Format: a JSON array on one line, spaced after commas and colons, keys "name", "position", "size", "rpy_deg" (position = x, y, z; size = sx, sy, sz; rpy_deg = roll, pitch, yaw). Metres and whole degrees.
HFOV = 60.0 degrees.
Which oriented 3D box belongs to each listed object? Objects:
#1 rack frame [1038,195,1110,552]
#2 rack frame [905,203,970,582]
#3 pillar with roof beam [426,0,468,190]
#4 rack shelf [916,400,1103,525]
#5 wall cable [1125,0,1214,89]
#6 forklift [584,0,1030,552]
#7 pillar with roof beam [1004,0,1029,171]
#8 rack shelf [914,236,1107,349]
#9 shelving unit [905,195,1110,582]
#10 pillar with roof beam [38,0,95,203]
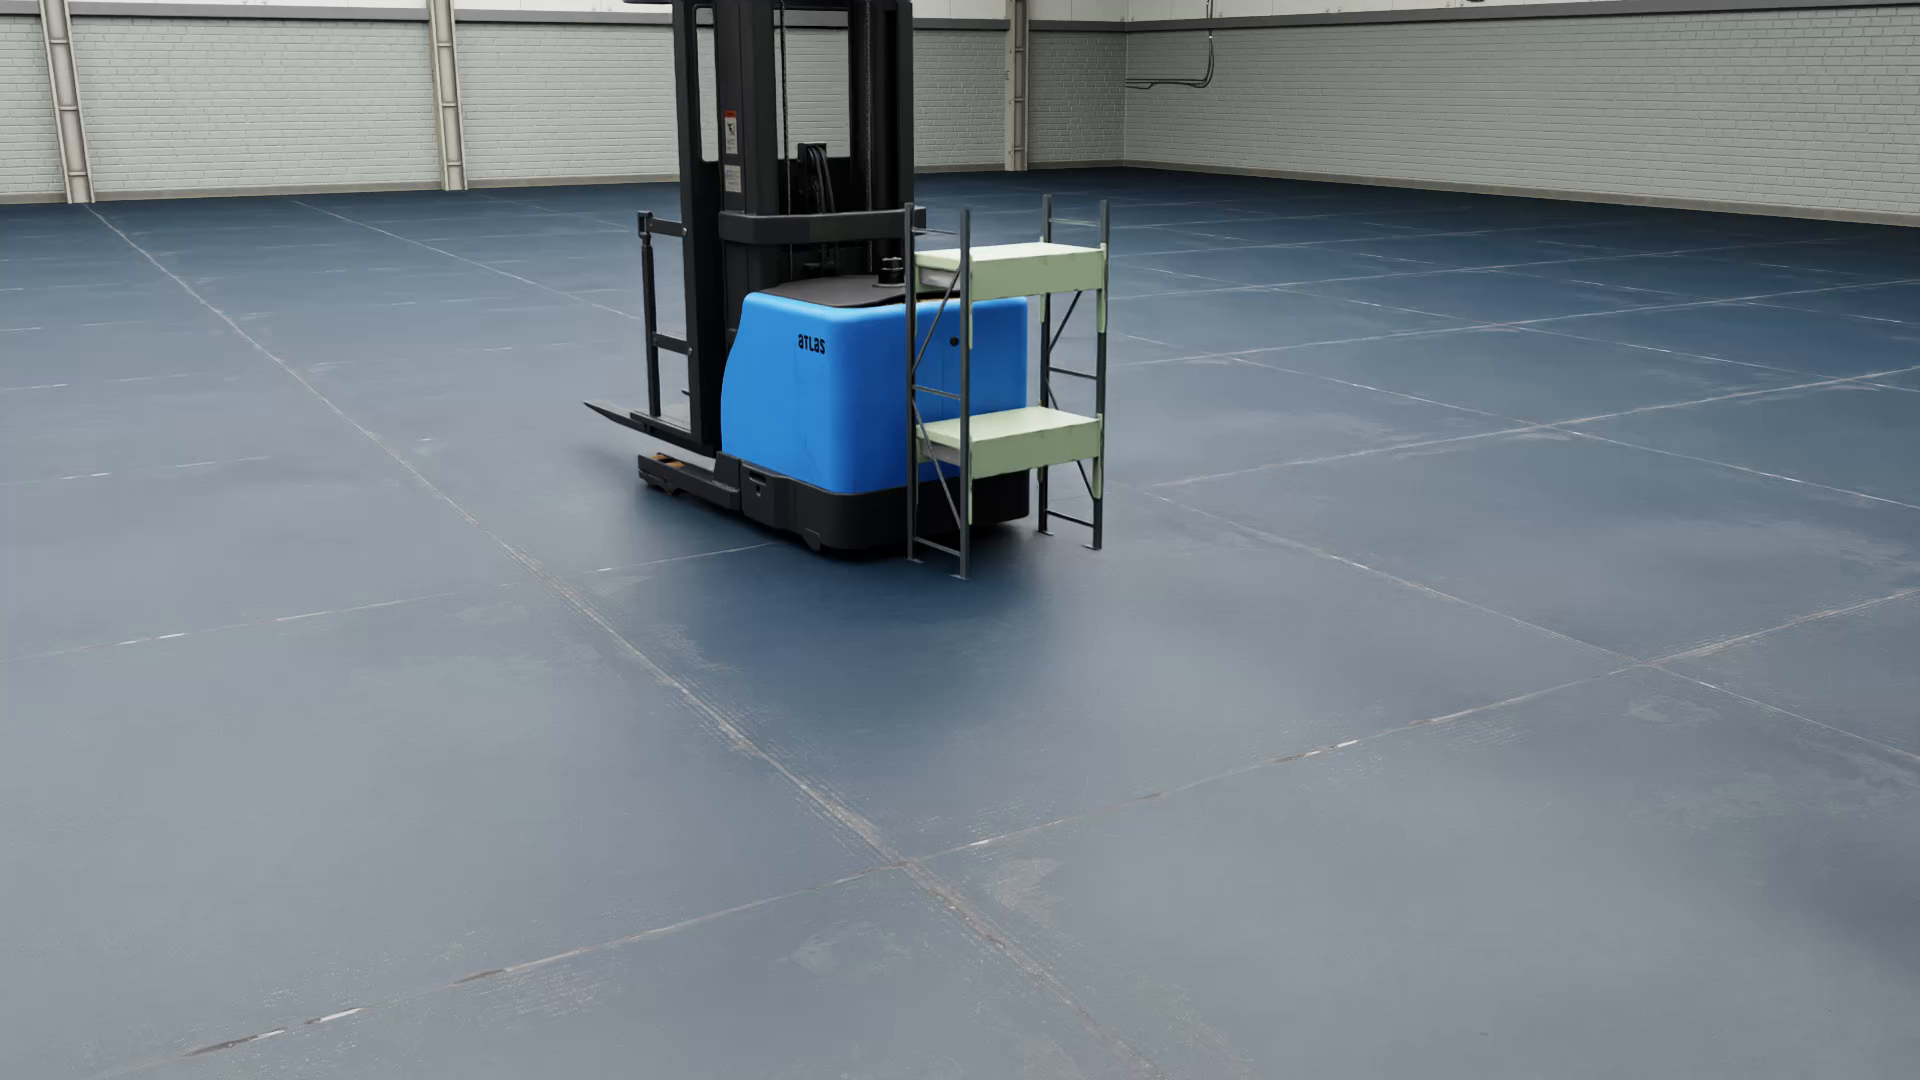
[{"name": "rack frame", "position": [0.486, -0.716, 7.186], "size": [0.023, 1.500, 0.400], "rpy_deg": [-12, 20, -36]}, {"name": "rack frame", "position": [-0.092, -0.595, 6.754], "size": [0.023, 1.500, 0.400], "rpy_deg": [-12, 20, -36]}, {"name": "pillar with roof beam", "position": [-6.867, -9.638, 25.121], "size": [0.400, 9.000, 9.100], "rpy_deg": [-9, 18, -30]}, {"name": "rack shelf", "position": [0.197, -0.342, 7.058], "size": [0.720, 0.370, 0.431], "rpy_deg": [-12, 20, -36]}, {"name": "wall cable", "position": [4.409, -10.911, 35.414], "size": [0.112, 2.526, 3.097], "rpy_deg": [-9, 18, -30]}, {"name": "forklift", "position": [-0.960, -1.702, 8.051], "size": [1.130, 2.935, 3.031], "rpy_deg": [-11, 19, -35]}, {"name": "pillar with roof beam", "position": [3.419, -11.306, 31.072], "size": [0.400, 9.000, 9.100], "rpy_deg": [-9, 18, -30]}, {"name": "rack shelf", "position": [0.197, -1.031, 6.864], "size": [0.720, 0.370, 0.431], "rpy_deg": [-12, 20, -36]}, {"name": "shelving unit", "position": [0.197, -0.656, 6.970], "size": [0.755, 1.500, 0.431], "rpy_deg": [-12, 20, -36]}, {"name": "pillar with roof beam", "position": [-12.010, -8.804, 22.146], "size": [0.400, 9.000, 9.100], "rpy_deg": [-9, 18, -30]}]
